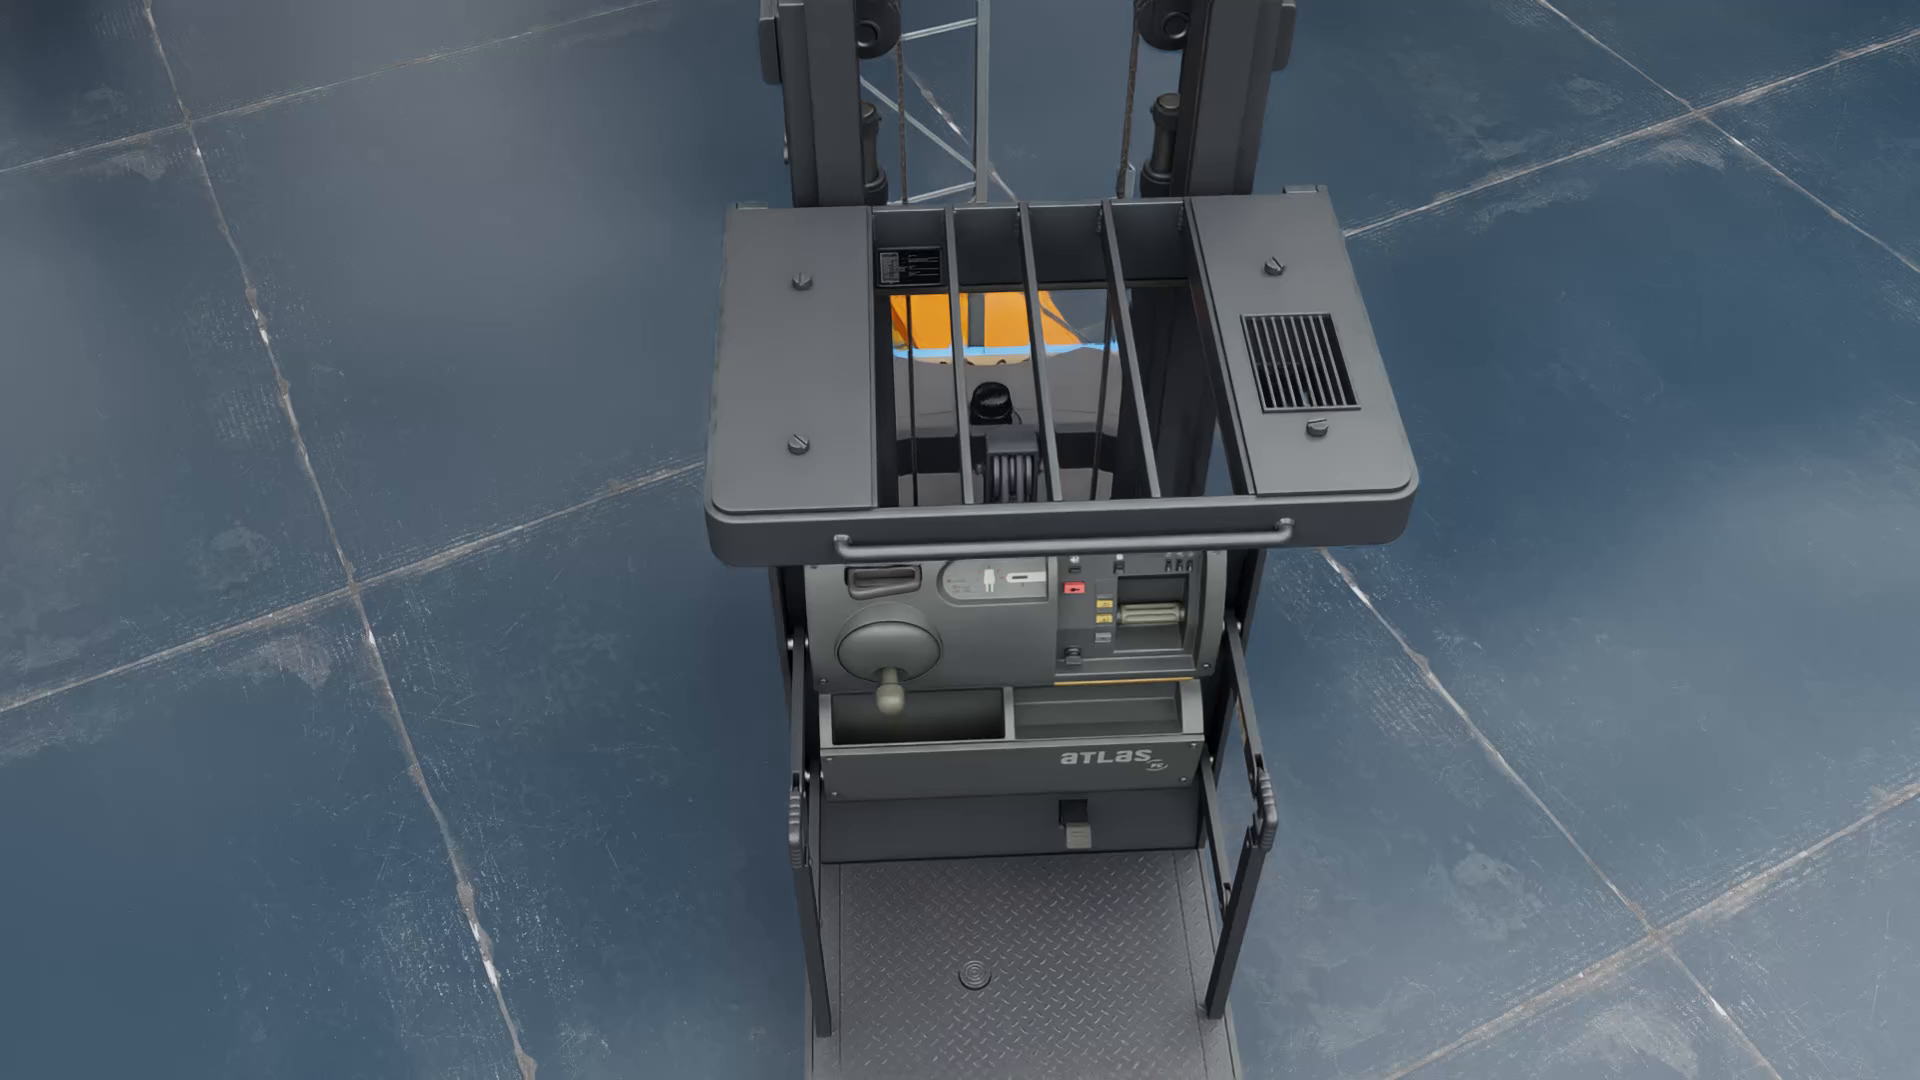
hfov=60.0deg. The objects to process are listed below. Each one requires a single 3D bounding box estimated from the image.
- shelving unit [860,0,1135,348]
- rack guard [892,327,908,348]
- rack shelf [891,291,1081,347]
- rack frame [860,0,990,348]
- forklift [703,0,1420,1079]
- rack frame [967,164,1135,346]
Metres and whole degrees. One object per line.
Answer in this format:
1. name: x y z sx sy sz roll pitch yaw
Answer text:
1. shelving unit: 0.055 -0.842 5.490 0.587 1.500 1.083 -18 51 -15
2. rack guard: -0.139 -0.775 6.262 0.587 0.250 0.087 -18 51 -15
3. rack shelf: 0.058 -0.717 5.620 0.538 0.185 1.000 -18 51 -15
4. rack frame: -0.140 -1.188 5.792 0.500 1.500 0.032 -18 51 -15
5. forklift: 0.137 0.284 3.555 1.130 2.935 3.031 -2 49 -2
6. rack frame: 0.257 -0.483 5.176 0.500 1.500 0.032 -18 51 -15
